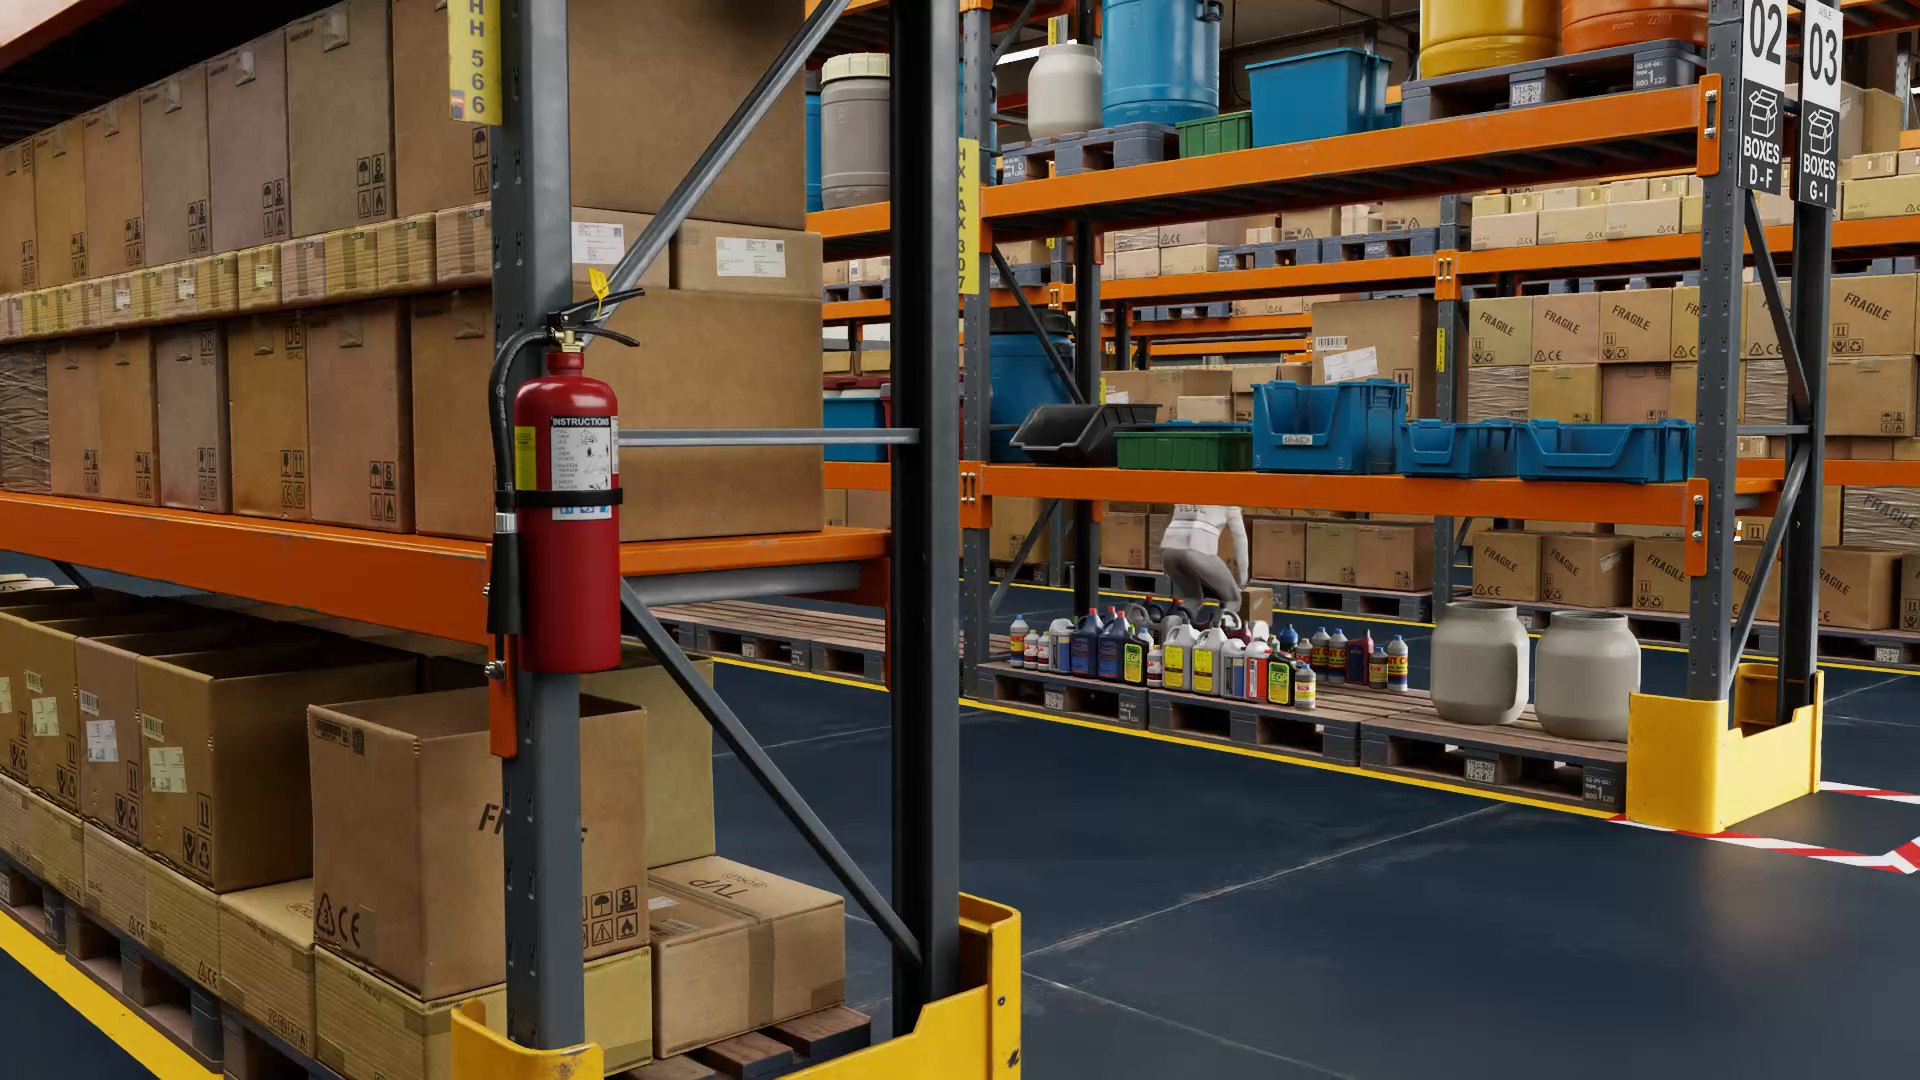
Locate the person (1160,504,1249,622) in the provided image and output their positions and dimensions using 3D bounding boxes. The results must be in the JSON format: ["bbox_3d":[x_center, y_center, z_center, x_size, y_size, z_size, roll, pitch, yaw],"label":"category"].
[{"bbox_3d":[1.561,0.108,10.614,0.708,1.376,0.535,-4,6,-44],"label":"person"}]
